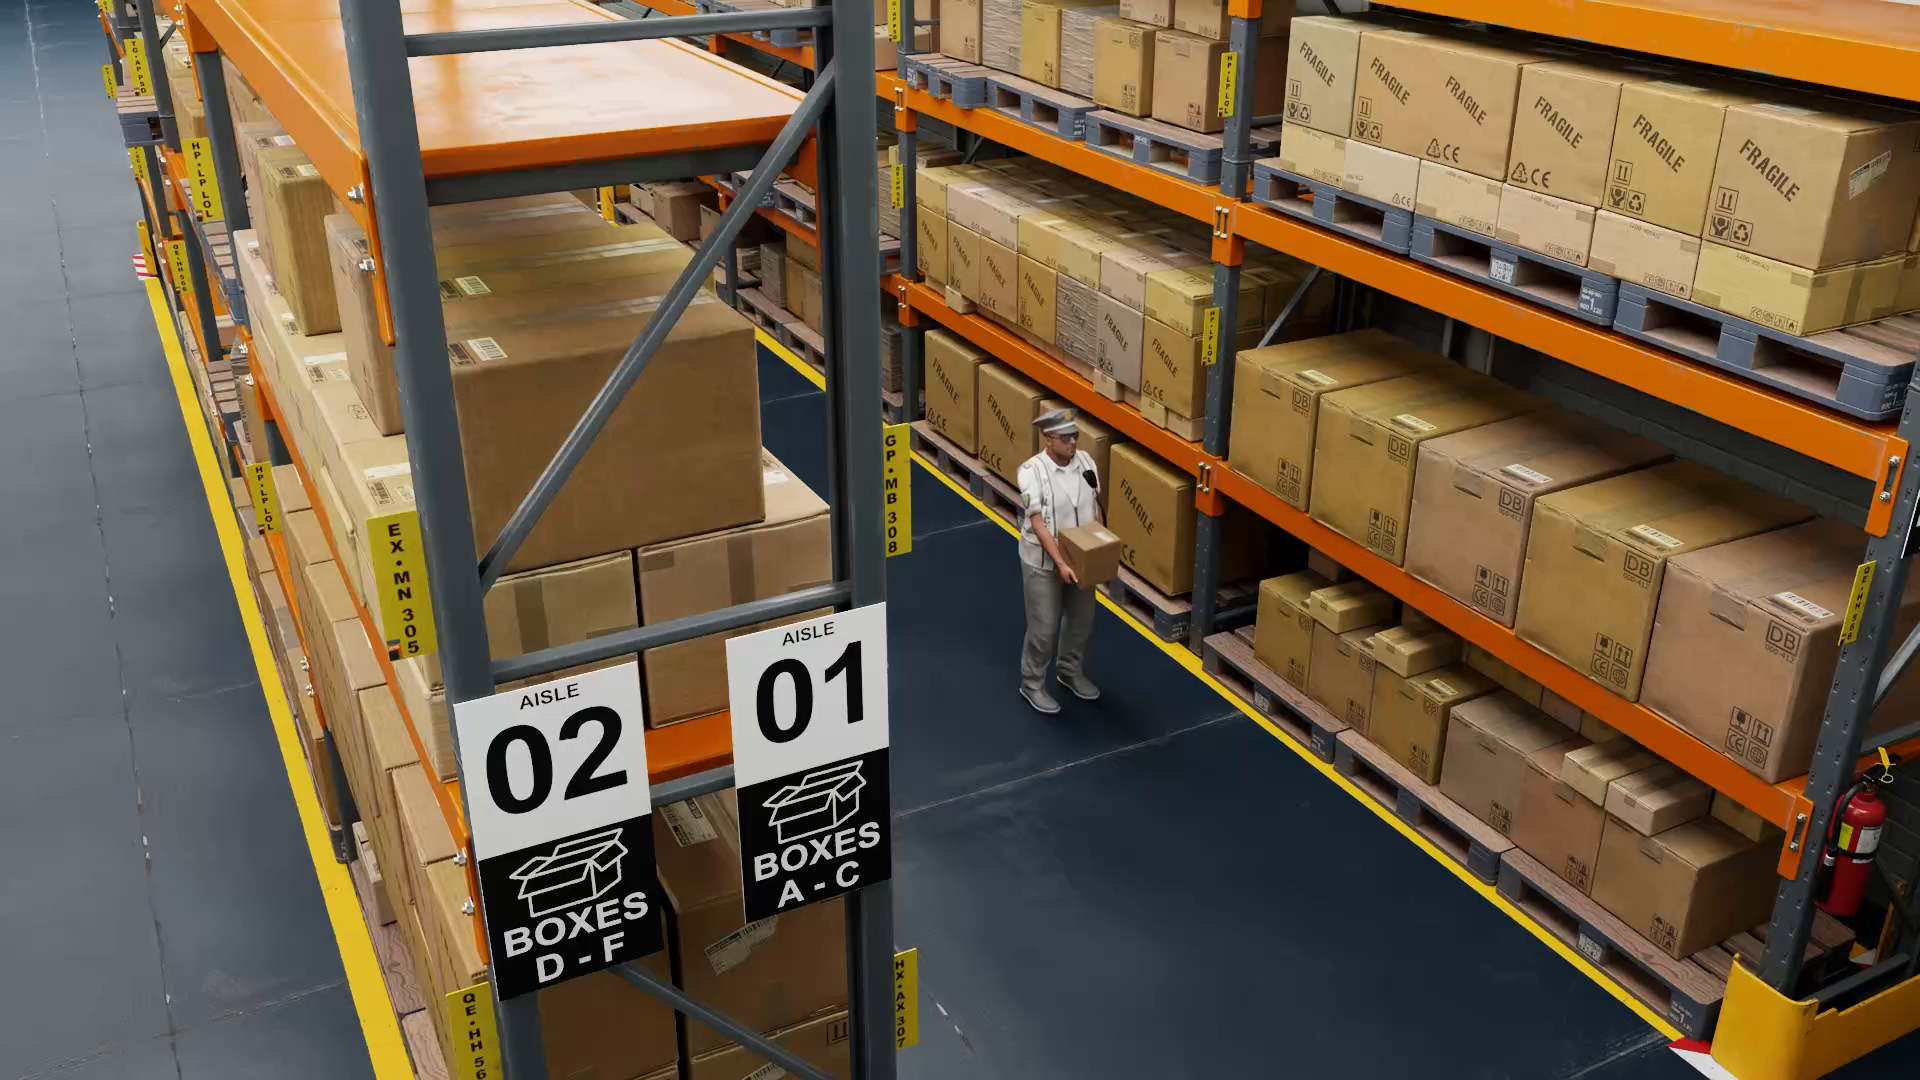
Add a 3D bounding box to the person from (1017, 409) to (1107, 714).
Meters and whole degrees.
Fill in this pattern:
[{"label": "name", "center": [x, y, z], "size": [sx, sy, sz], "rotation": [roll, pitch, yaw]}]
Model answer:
[{"label": "person", "center": [0.609, 0.122, 9.322], "size": [0.493, 1.767, 0.566], "rotation": [-16, 30, -30]}]
